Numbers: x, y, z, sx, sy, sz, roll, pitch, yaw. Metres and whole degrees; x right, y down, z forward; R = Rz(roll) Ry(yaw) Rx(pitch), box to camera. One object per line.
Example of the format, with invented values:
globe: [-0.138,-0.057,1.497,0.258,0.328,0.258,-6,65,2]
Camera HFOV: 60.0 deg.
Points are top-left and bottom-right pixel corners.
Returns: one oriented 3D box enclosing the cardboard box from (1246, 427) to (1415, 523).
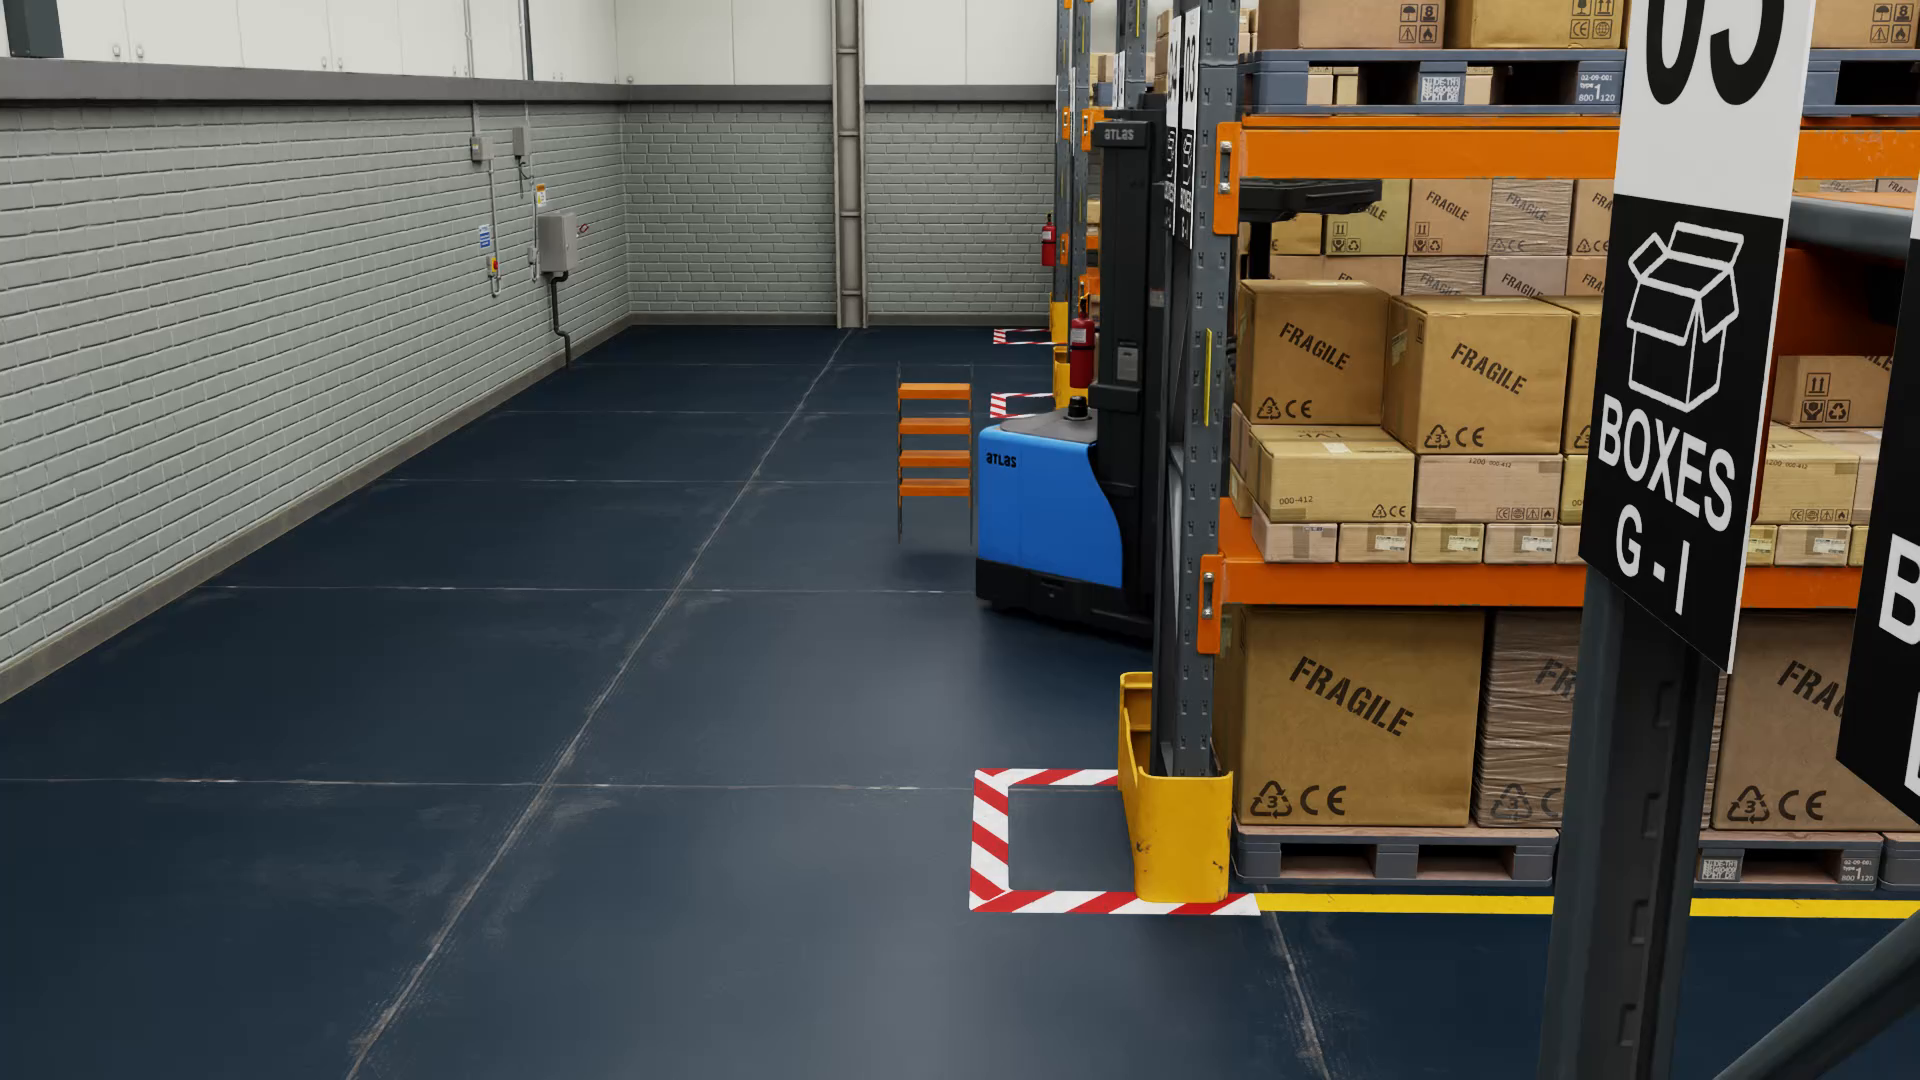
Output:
cardboard box: [1.345,-0.244,6.094,0.500,0.250,0.500,0,15,0]

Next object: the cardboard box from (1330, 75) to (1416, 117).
cardboard box: [2.584,-2.814,10.539,0.500,0.250,0.500,0,15,0]

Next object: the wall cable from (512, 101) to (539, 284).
wall cable: [-4.487,-3.655,17.323,0.122,1.984,0.588,0,15,1]

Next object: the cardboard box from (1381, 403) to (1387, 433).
cardboard box: [1.871,-0.377,6.598,0.500,0.250,0.500,0,15,0]

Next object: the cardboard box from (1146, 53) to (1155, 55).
cardboard box: [2.194,-5.726,20.013,0.500,0.250,0.500,0,15,1]

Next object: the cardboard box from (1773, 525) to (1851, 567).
cardboard box: [3.019,-0.025,6.049,0.250,0.149,0.380,1,15,2]

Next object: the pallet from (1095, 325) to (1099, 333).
pallet: [2.122,-2.683,21.098,1.213,0.211,1.003,0,15,1]

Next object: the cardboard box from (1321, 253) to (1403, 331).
cardboard box: [2.567,-1.624,10.836,0.500,0.500,0.500,1,15,2]

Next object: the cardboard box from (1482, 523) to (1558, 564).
cardboard box: [1.992,-0.032,6.074,0.250,0.149,0.380,0,15,1]

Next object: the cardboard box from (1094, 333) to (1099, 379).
cardboard box: [1.788,-1.757,16.319,0.875,0.438,0.875,0,15,0]

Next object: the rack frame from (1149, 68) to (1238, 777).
rack frame: [0.872,-0.244,6.386,0.127,3.000,1.000,0,15,1]

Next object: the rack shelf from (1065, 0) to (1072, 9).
rack shelf: [3.248,-6.576,20.040,4.000,0.370,1.077,0,15,1]

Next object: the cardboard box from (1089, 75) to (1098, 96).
cardboard box: [1.685,-5.486,20.086,0.500,0.250,0.500,0,15,1]

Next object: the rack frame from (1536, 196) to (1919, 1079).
rack frame: [0.746,1.018,1.602,0.053,2.616,0.949,0,15,1]

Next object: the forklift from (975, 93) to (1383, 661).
forklift: [1.556,-0.881,8.932,3.031,2.935,1.130,12,19,37]

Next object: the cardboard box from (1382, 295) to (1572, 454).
cardboard box: [1.845,-0.603,5.986,0.500,0.500,0.500,0,15,0]

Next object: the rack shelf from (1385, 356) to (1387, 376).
rack shelf: [3.100,-1.148,11.220,4.000,0.370,1.077,0,15,1]

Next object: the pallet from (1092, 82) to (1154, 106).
pallet: [1.867,-4.177,15.585,1.213,0.211,1.003,0,15,1]

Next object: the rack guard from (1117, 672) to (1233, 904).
rack guard: [0.848,0.964,6.705,0.348,0.500,1.175,0,15,1]

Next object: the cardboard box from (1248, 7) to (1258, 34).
cardboard box: [1.942,-3.234,10.371,0.250,0.149,0.380,0,15,1]

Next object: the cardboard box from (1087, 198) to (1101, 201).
cardboard box: [1.715,-4.173,20.989,0.500,0.250,0.500,1,15,3]

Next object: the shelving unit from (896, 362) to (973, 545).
shelving unit: [-0.165,-0.581,11.191,0.503,1.200,0.258,0,15,1]

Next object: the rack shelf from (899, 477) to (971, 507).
rack shelf: [-0.165,-0.324,11.259,0.480,0.148,0.258,0,15,1]

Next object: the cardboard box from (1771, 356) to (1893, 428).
cardboard box: [3.387,-0.728,6.460,0.500,0.500,0.500,0,15,0]

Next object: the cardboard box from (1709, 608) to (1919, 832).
cardboard box: [3.314,0.576,6.620,0.875,0.875,0.875,0,15,1]

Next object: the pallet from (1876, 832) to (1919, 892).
pallet: [4.113,1.105,6.737,1.213,0.211,1.003,0,15,1]

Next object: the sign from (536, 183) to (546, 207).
sign: [-4.521,-3.724,17.955,0.001,0.242,0.339,0,15,1]

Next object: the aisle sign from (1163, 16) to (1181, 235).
aisle sign: [0.808,-1.578,6.346,0.004,0.787,0.394,0,15,1]

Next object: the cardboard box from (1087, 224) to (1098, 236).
cardboard box: [1.570,-3.844,20.522,0.250,0.149,0.380,0,15,1]

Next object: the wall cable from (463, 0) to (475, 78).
wall cable: [-4.568,-5.637,15.068,0.029,3.000,0.463,0,15,1]

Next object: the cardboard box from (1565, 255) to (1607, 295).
cardboard box: [4.089,-1.609,10.781,0.500,0.500,0.500,0,15,0]

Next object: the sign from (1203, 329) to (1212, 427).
sign: [0.852,-0.560,5.729,0.005,0.325,0.100,0,15,1]

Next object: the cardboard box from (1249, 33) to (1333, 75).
cardboard box: [2.054,-3.056,10.476,0.500,0.250,0.500,0,15,1]

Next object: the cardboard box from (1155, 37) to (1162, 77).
cardboard box: [1.567,-3.190,10.985,0.500,0.250,0.500,0,15,0]

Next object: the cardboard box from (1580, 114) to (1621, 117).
cardboard box: [4.103,-2.801,10.490,0.500,0.250,0.500,0,15,1]

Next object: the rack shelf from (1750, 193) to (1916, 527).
rack shelf: [2.745,-0.071,1.258,4.000,0.370,1.077,0,15,1]

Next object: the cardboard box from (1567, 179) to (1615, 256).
cardboard box: [4.105,-2.094,10.658,0.500,0.500,0.500,0,15,0]

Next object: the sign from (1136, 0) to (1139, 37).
sign: [1.086,-3.243,10.159,0.005,0.325,0.100,0,15,1]

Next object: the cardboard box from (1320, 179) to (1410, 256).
cardboard box: [2.566,-2.103,10.691,0.500,0.500,0.500,0,15,0]

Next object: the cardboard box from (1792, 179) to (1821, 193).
cardboard box: [7.590,-3.194,15.410,0.500,0.500,0.500,0,15,1]

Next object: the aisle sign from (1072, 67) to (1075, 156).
aisle sign: [1.046,-3.955,15.355,0.004,0.787,0.394,0,15,1]

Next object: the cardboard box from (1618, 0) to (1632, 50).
cardboard box: [2.471,-1.979,5.867,0.500,0.500,0.700,-1,15,-2]

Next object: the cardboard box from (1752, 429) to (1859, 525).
cardboard box: [2.889,-0.236,6.064,0.500,0.250,0.500,0,15,0]

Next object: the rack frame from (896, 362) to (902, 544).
rack frame: [-0.409,-0.583,11.197,0.015,1.200,0.240,0,15,1]

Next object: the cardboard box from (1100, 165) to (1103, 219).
cardboard box: [1.614,-3.361,16.043,0.500,0.500,0.500,1,15,3]

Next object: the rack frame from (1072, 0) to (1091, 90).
rack frame: [1.126,-5.672,15.200,0.127,3.000,1.000,0,15,1]

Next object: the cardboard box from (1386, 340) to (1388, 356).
cardboard box: [2.718,-1.311,10.922,0.250,0.149,0.380,0,15,0]

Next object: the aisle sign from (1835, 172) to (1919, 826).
aisle sign: [0.666,-0.163,0.981,0.004,0.787,0.394,0,15,1]

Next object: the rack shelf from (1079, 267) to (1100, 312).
rack shelf: [3.125,-2.411,16.007,4.000,0.370,1.077,0,15,1]

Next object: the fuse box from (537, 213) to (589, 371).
fuse box: [-4.312,-2.714,18.273,0.414,1.711,0.539,0,15,1]

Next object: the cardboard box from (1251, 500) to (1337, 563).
cardboard box: [1.219,-0.036,6.090,0.250,0.149,0.380,1,15,2]
